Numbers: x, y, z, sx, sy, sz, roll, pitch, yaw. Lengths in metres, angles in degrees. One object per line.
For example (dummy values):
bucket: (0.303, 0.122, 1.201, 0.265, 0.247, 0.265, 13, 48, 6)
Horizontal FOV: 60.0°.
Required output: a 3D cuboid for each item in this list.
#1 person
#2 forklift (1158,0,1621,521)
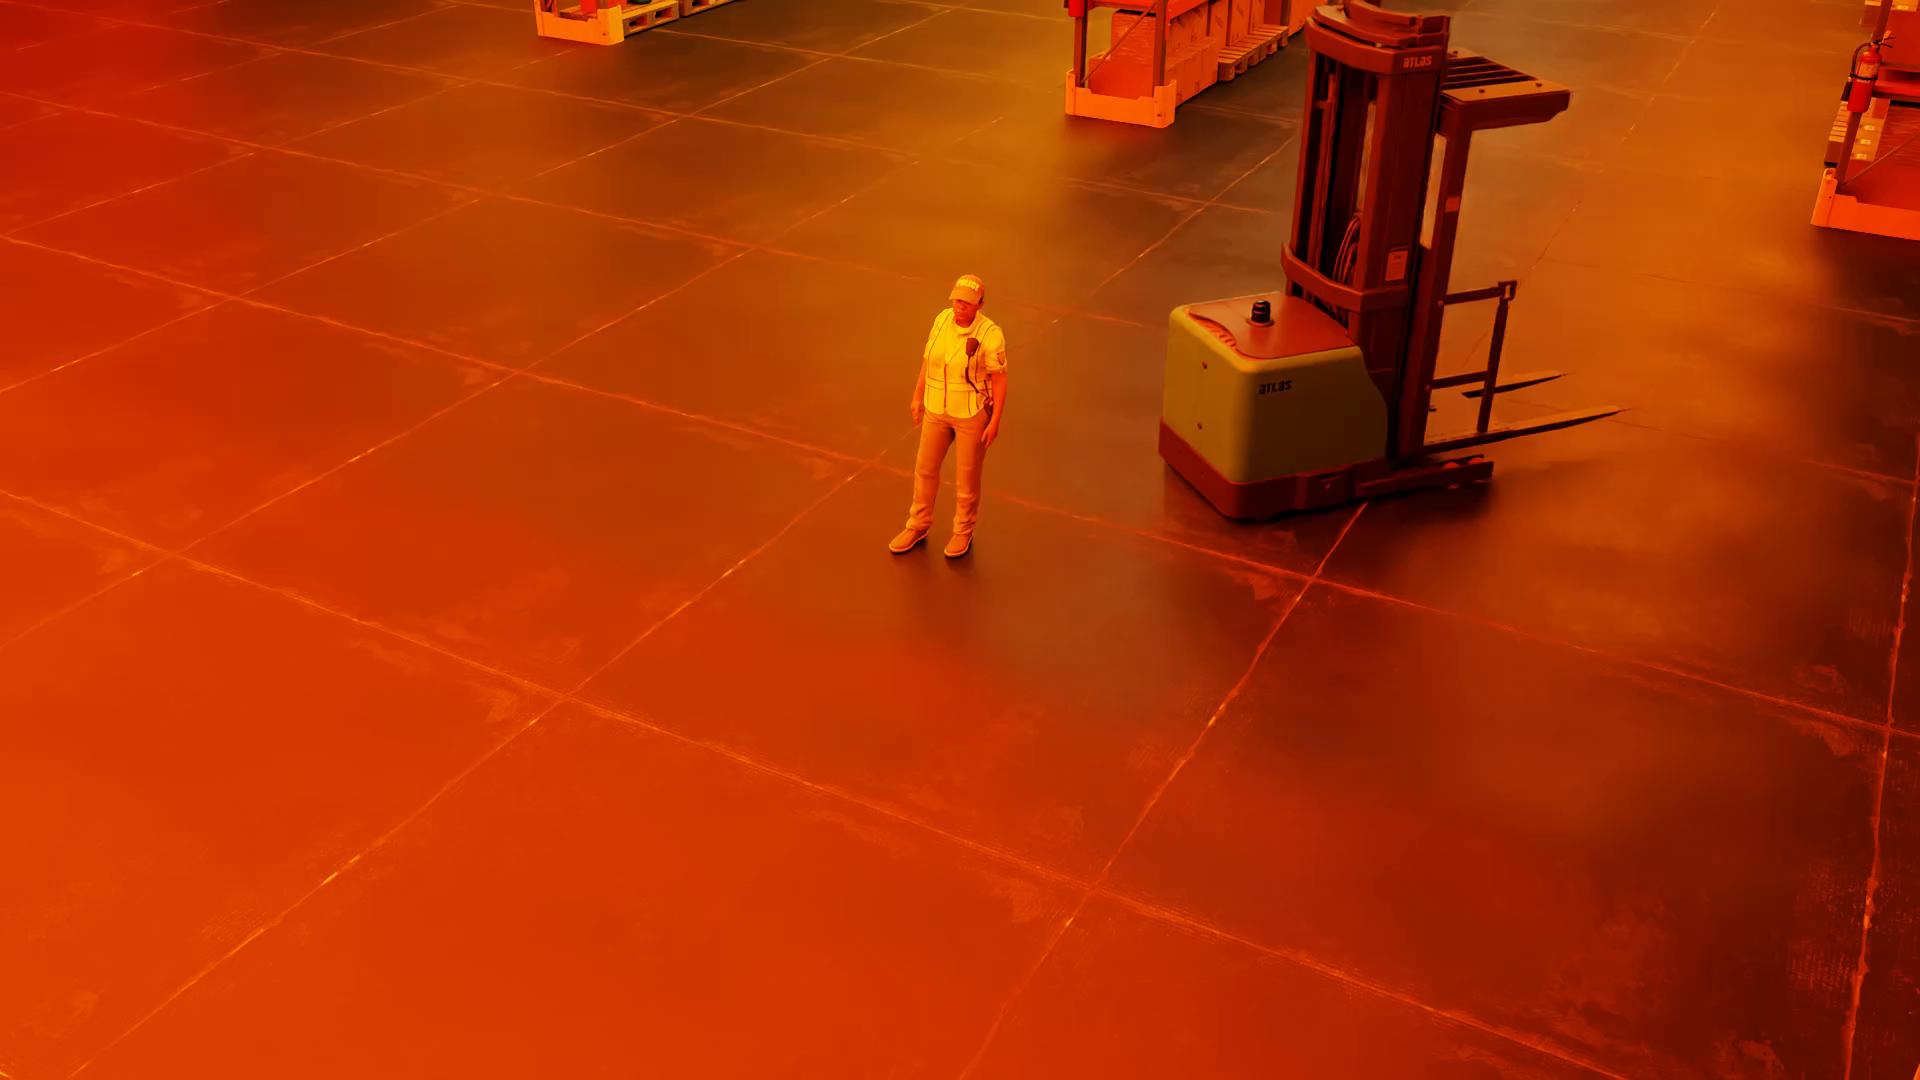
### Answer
person: (-0.057, -0.701, 9.534, 0.598, 1.670, 0.529, 15, 33, 25)
forklift: (2.866, -1.831, 10.243, 3.031, 2.935, 1.130, -11, 32, -18)
